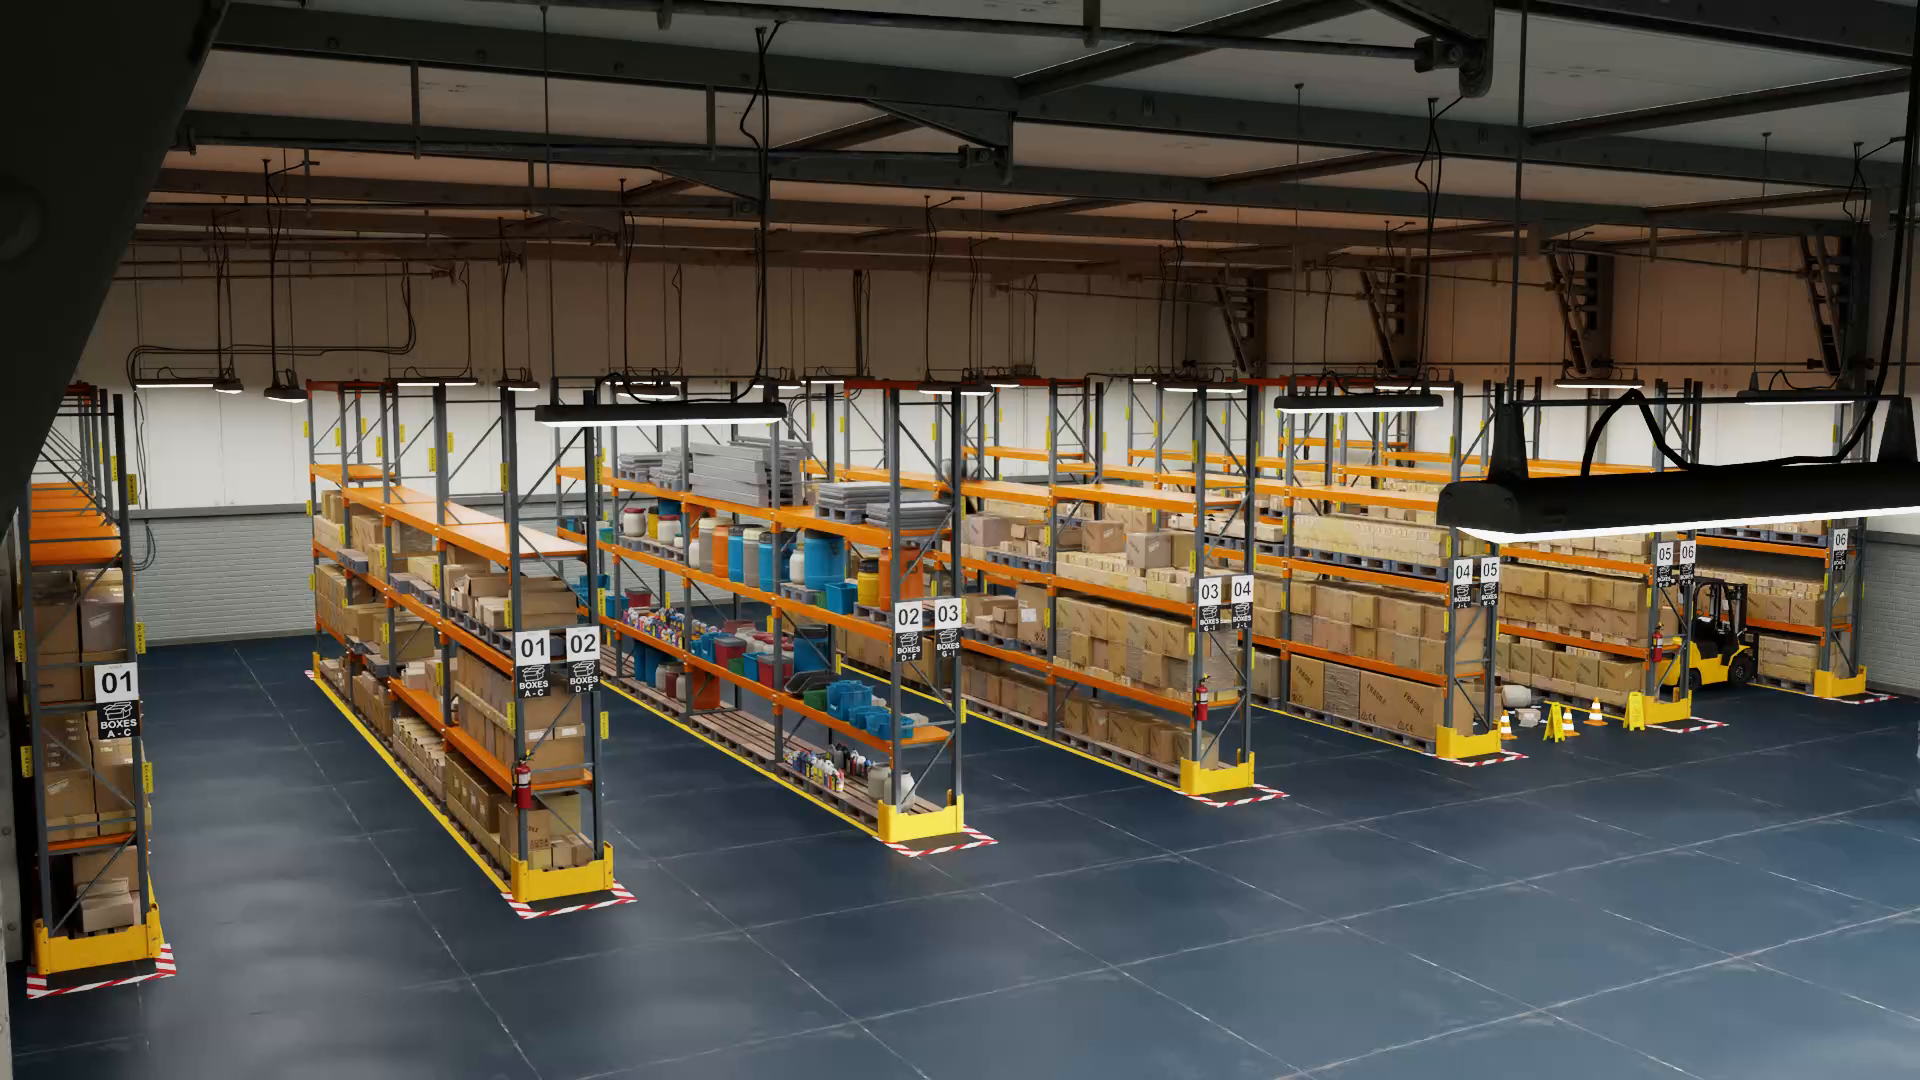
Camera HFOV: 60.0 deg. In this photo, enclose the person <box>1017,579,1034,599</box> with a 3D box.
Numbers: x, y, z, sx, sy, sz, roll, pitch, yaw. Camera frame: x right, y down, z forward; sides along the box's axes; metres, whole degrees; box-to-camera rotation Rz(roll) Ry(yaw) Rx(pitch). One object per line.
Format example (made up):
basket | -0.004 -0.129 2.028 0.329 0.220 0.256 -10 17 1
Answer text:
person | 1.428 1.633 35.164 0.572 1.384 0.650 -3 7 -28
